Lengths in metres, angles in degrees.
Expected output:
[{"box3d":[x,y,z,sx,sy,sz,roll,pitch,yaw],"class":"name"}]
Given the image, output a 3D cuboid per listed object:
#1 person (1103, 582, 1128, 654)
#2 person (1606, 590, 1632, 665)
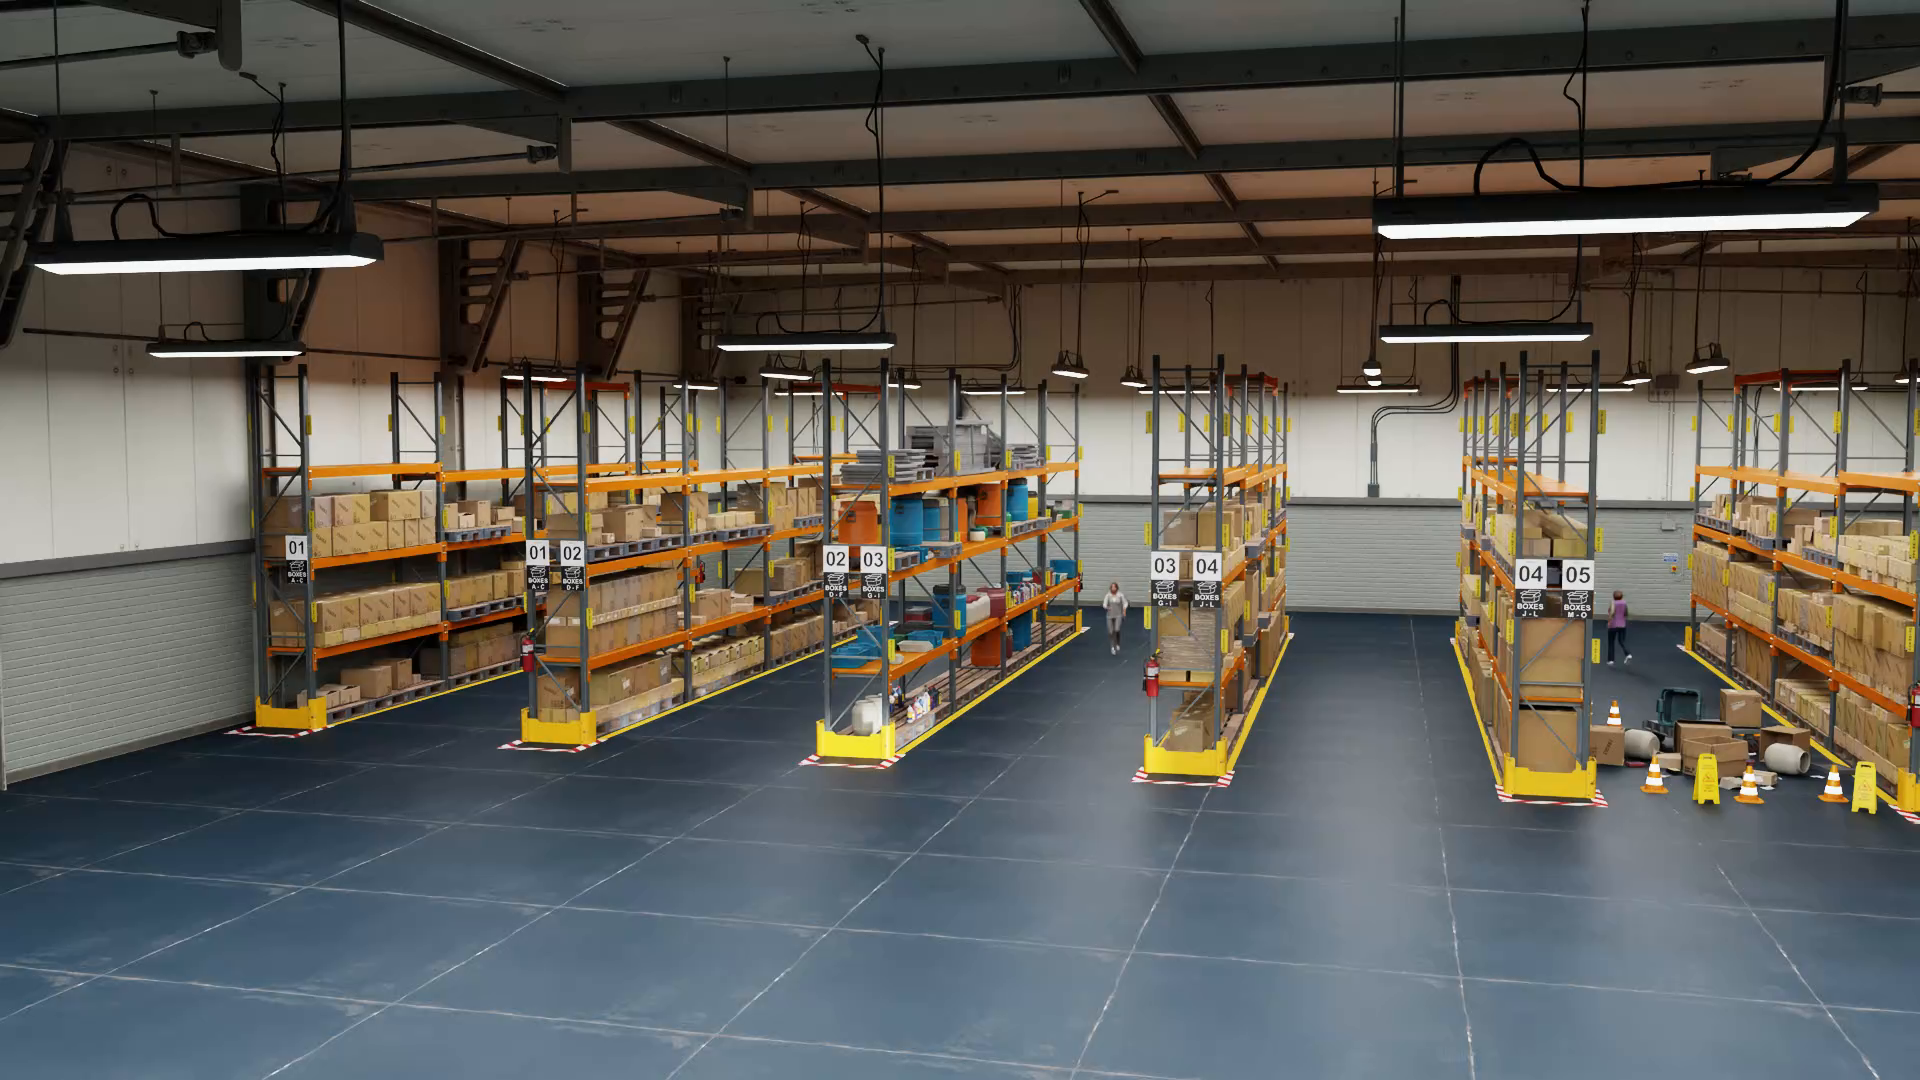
[{"box3d":[3.367,1.703,36.217,0.511,1.566,0.636,1,4,12],"class":"person"},{"box3d":[13.578,1.820,34.297,0.537,1.582,0.881,0,4,-7],"class":"person"}]
